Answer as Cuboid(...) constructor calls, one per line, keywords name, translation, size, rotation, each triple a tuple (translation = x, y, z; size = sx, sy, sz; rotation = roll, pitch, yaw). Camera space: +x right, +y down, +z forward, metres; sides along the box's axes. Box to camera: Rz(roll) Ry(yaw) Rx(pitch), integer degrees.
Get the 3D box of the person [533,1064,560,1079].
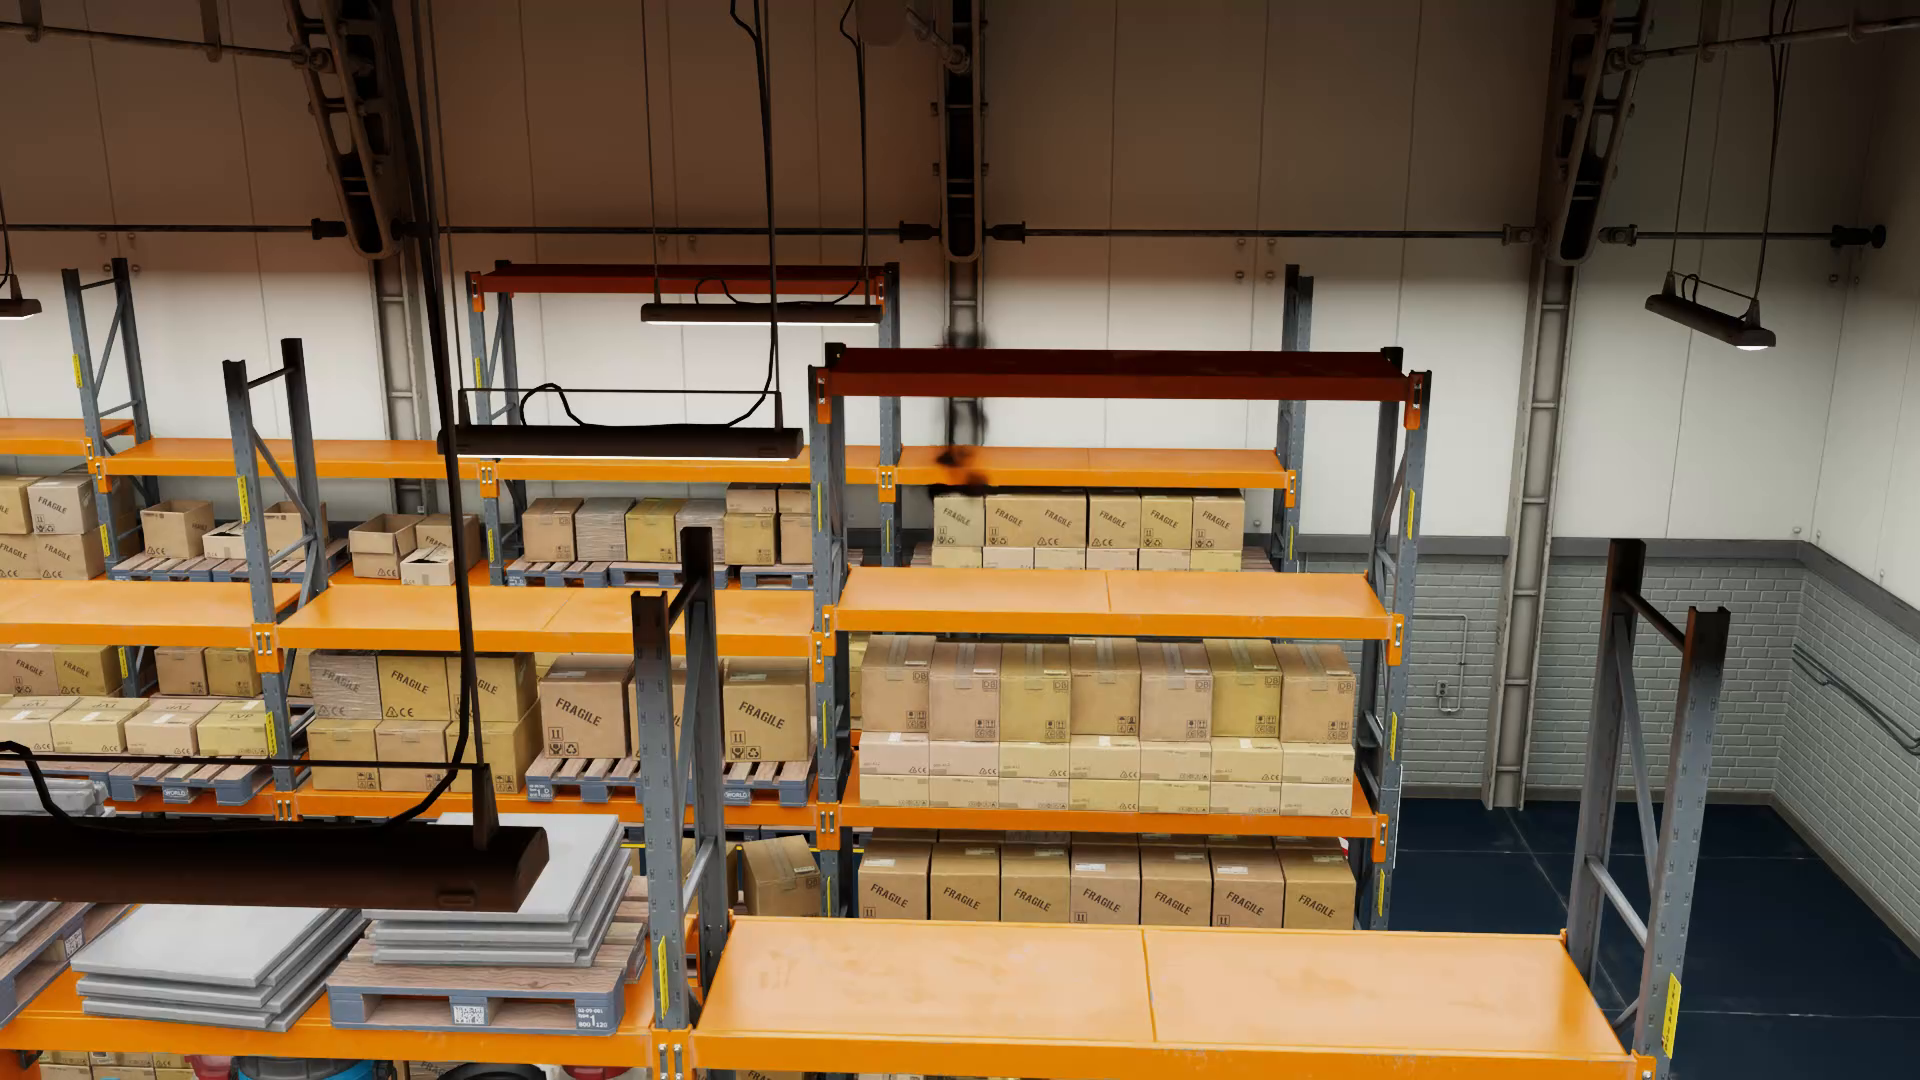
Cuboid(name="person", translation=(-2.931, 4.031, 11.553), size=(0.773, 1.738, 0.690), rotation=(1, 16, 2))
